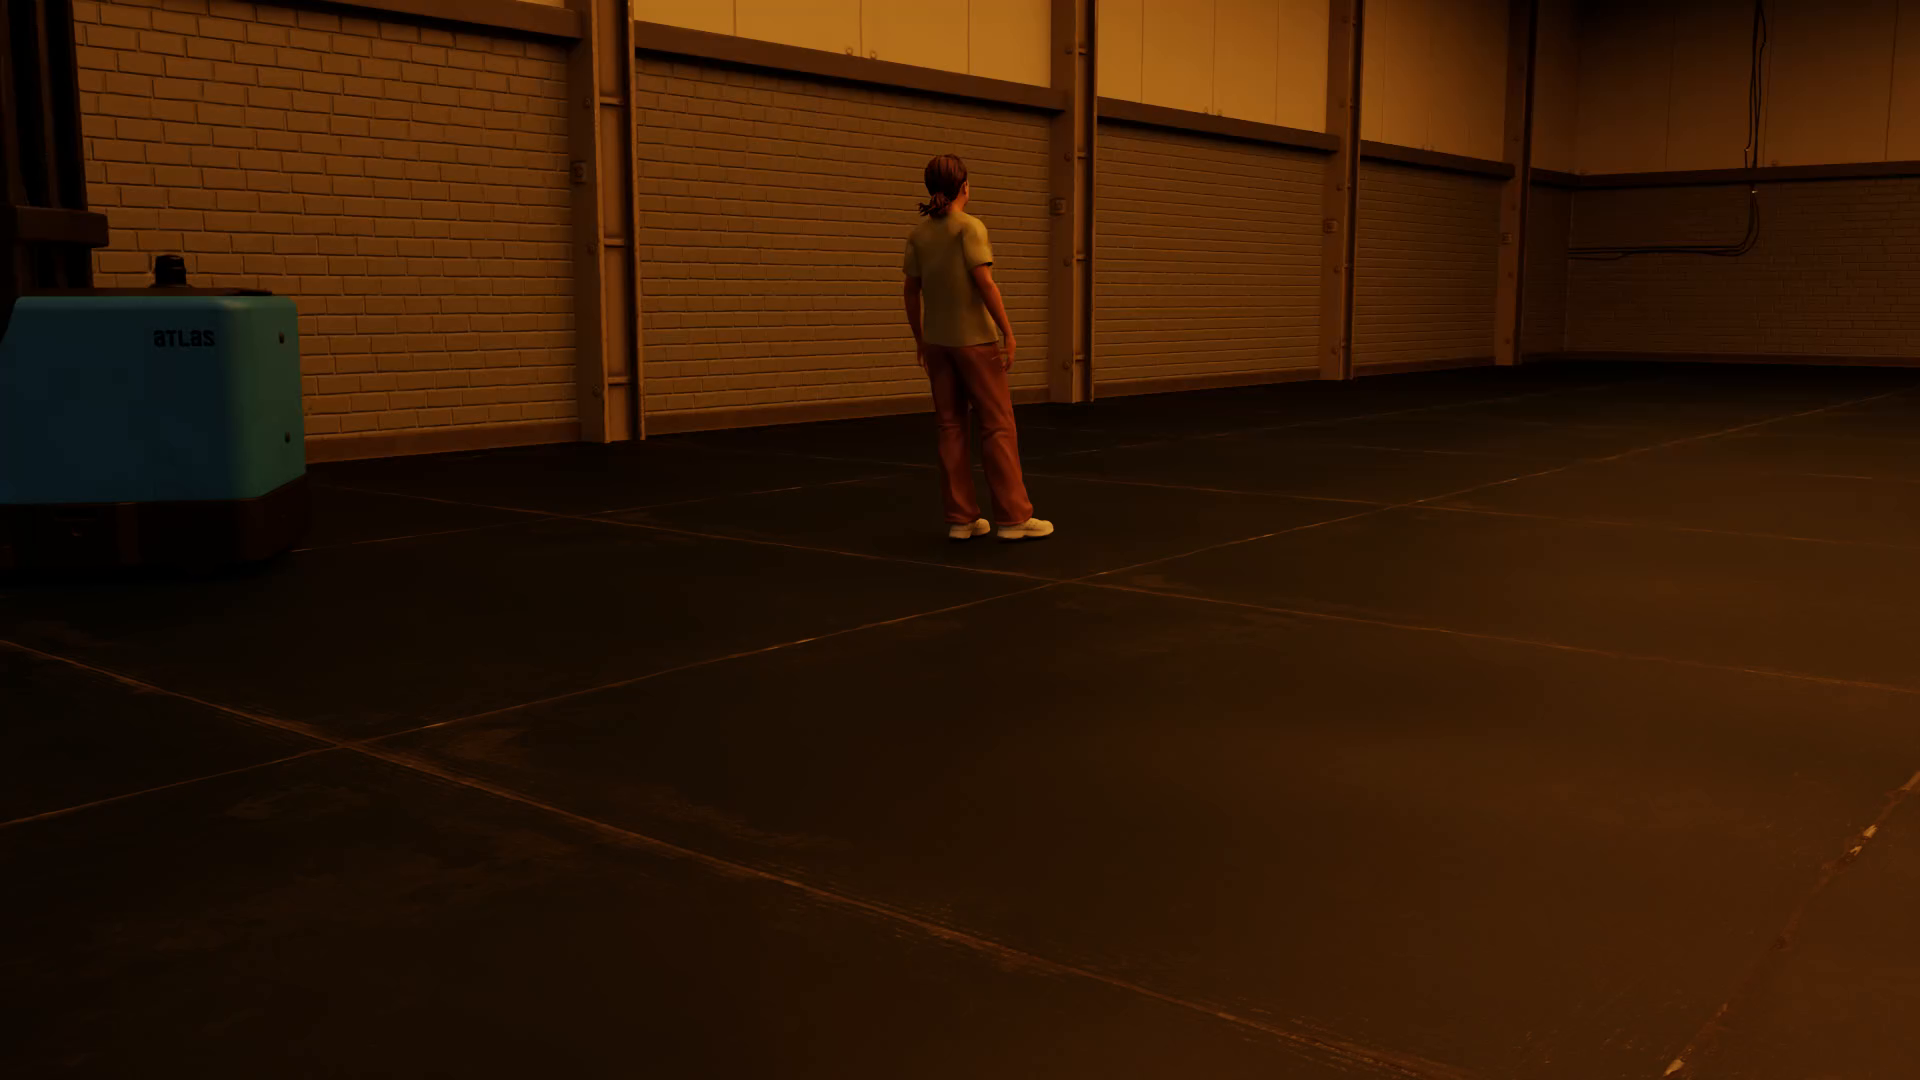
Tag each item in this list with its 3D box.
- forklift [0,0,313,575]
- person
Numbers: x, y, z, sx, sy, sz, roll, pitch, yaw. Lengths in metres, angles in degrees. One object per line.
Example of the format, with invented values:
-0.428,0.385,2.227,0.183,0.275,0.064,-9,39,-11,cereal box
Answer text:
-4.240,-1.330,6.375,3.031,2.935,1.130,-2,8,-10,forklift
0.023,-0.749,7.314,0.521,1.361,0.395,7,11,38,person
